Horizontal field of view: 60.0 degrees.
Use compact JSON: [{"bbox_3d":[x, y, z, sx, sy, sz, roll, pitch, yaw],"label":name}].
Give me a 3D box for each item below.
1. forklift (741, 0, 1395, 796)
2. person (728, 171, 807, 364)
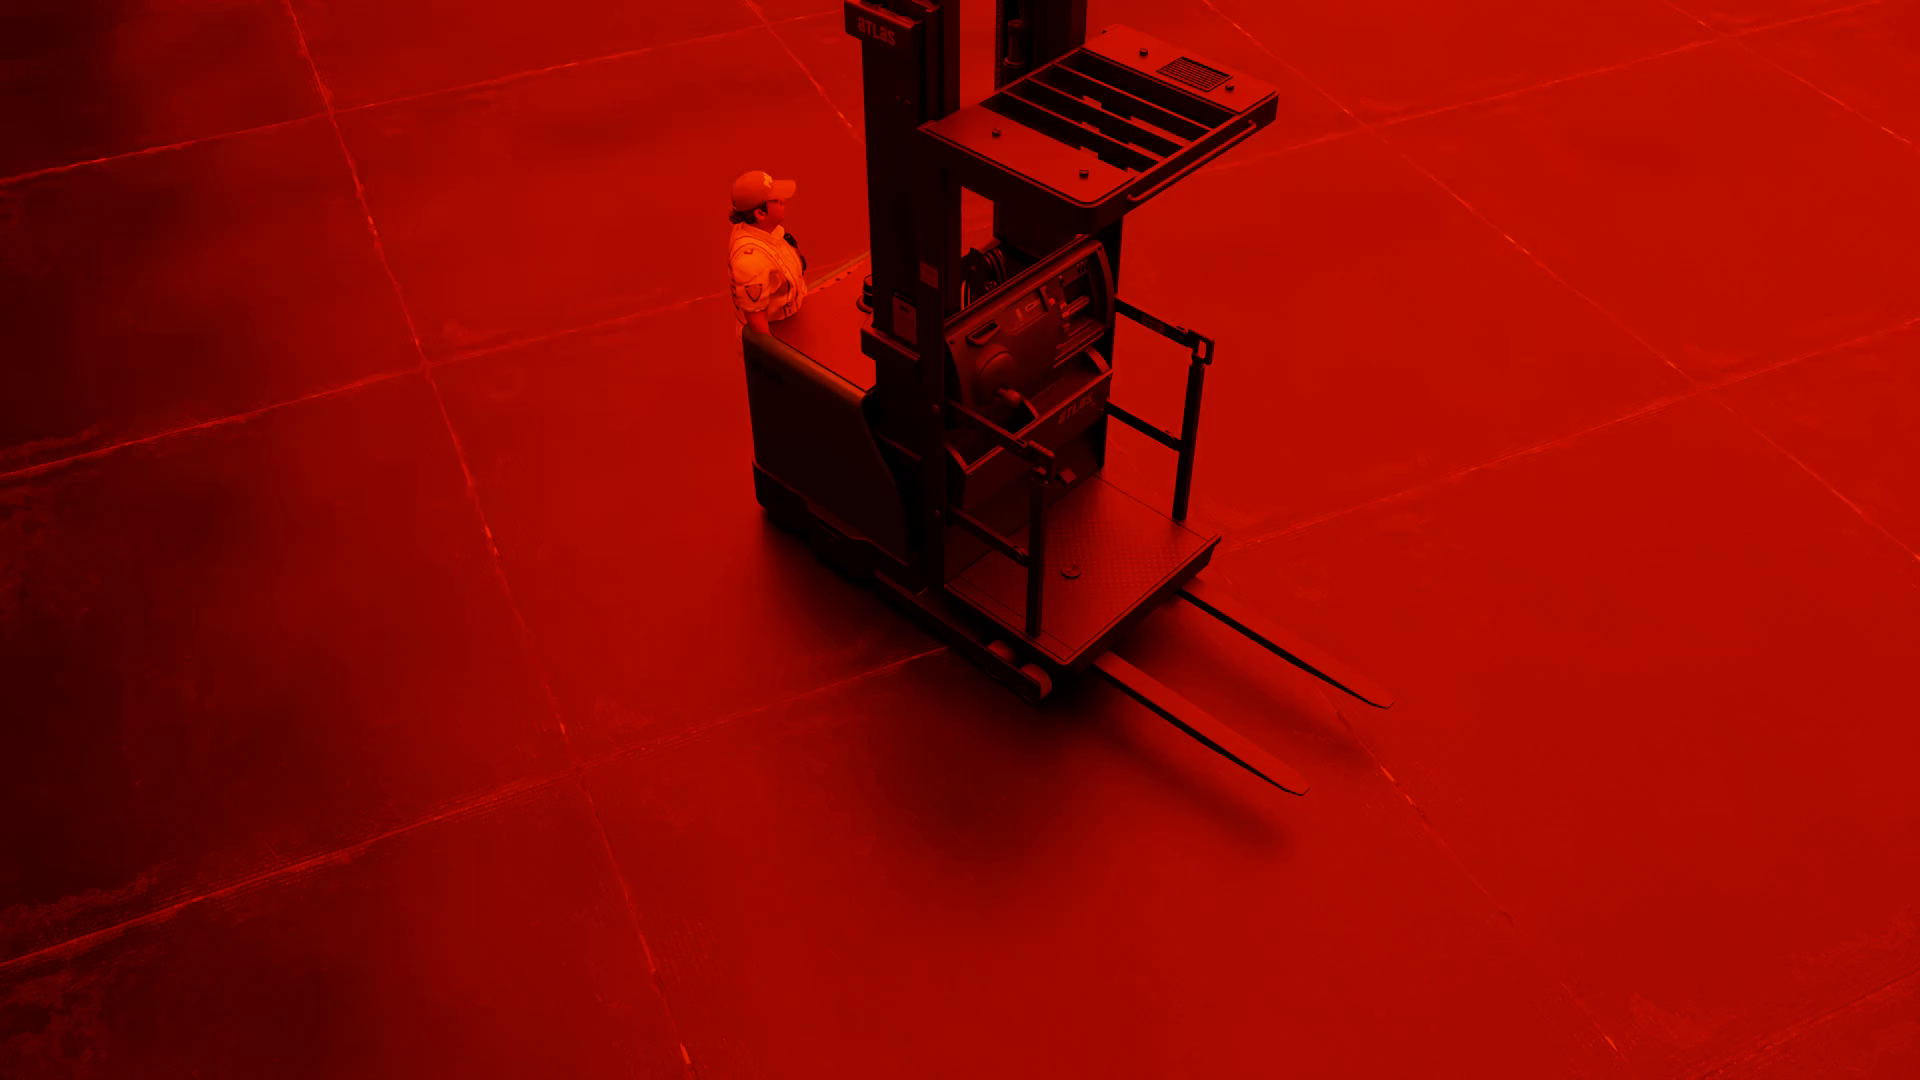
[{"bbox_3d":[0.445,-0.788,6.525,3.031,2.935,1.130,32,52,30],"label":"forklift"},{"bbox_3d":[-0.753,-0.903,7.562,0.529,1.670,0.598,-3,43,-3],"label":"person"}]
